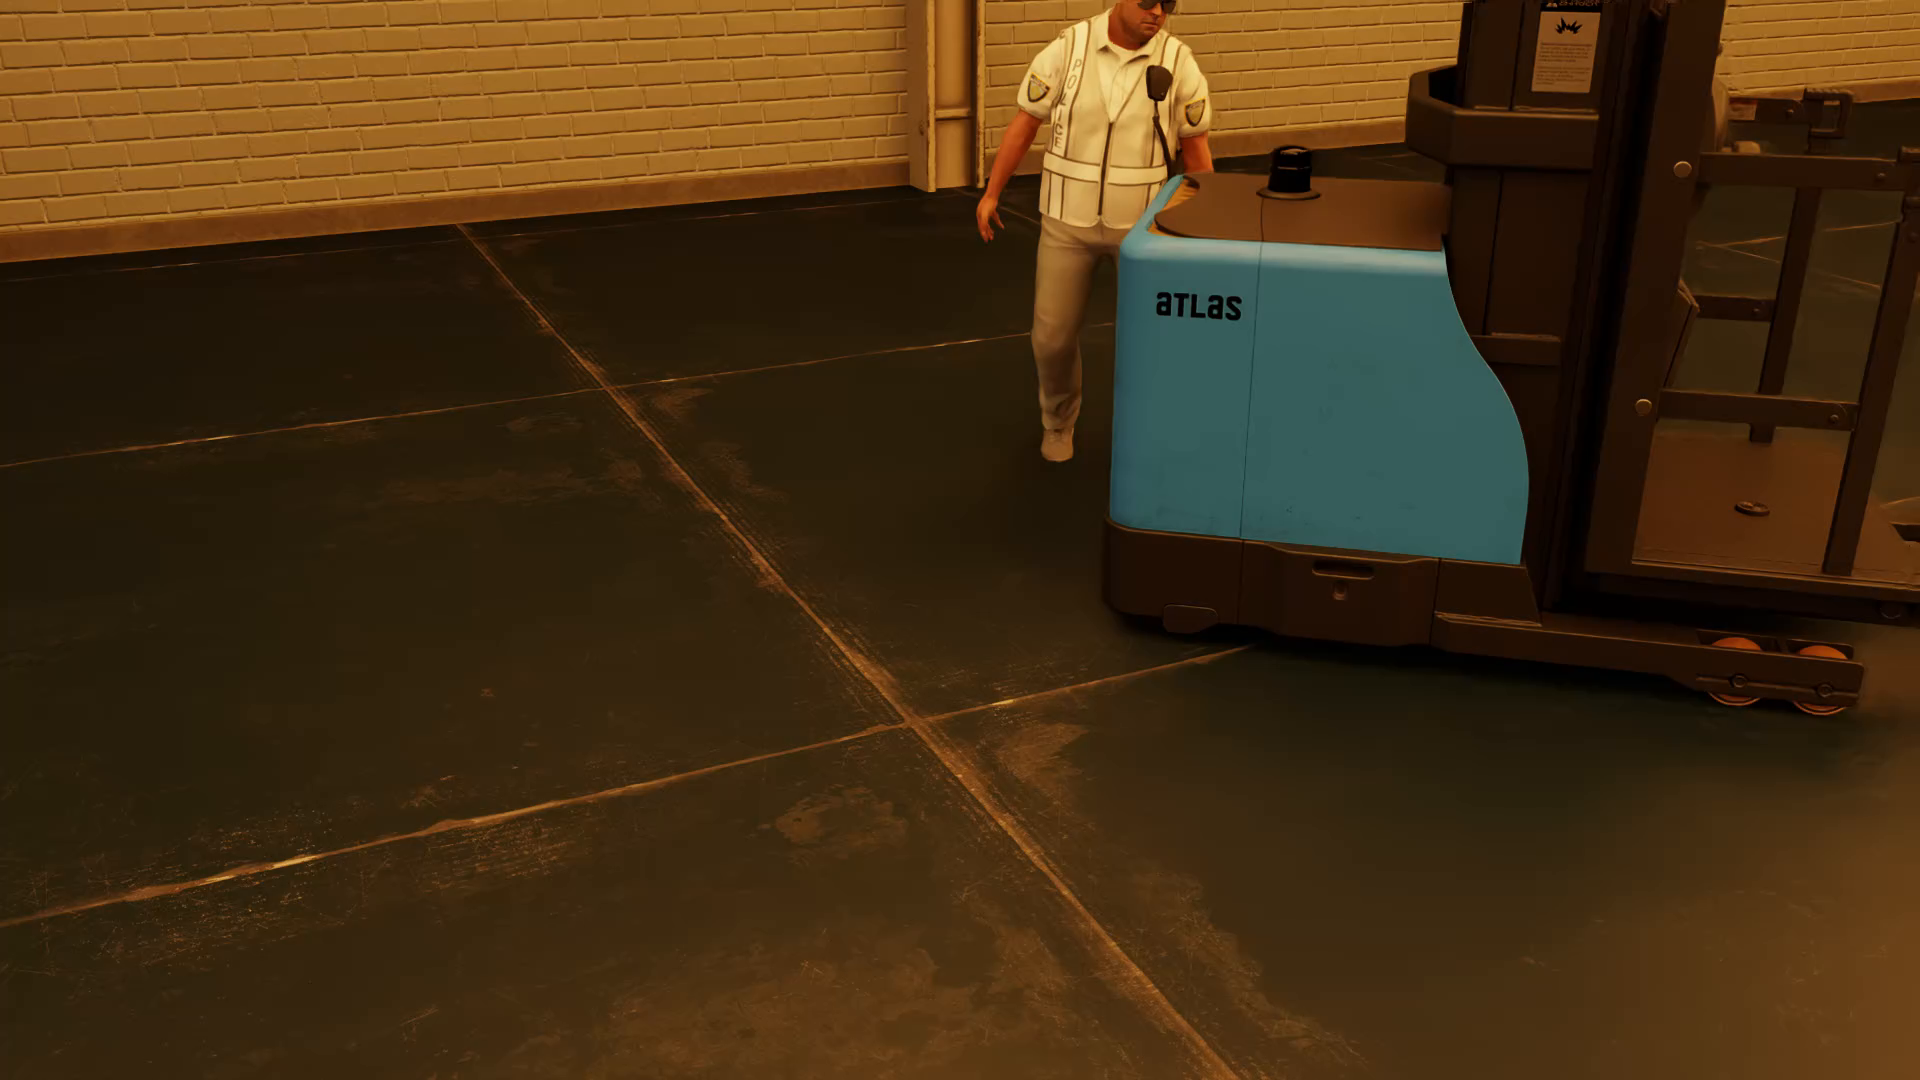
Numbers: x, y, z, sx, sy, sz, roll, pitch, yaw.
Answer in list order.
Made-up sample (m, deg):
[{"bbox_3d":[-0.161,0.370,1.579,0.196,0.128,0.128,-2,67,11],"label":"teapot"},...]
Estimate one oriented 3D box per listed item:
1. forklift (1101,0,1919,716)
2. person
[{"bbox_3d":[1.960,-1.150,4.054,3.031,2.935,1.130,6,23,13],"label":"forklift"},{"bbox_3d":[0.490,-1.051,5.496,0.896,1.733,0.461,4,23,9],"label":"person"}]
